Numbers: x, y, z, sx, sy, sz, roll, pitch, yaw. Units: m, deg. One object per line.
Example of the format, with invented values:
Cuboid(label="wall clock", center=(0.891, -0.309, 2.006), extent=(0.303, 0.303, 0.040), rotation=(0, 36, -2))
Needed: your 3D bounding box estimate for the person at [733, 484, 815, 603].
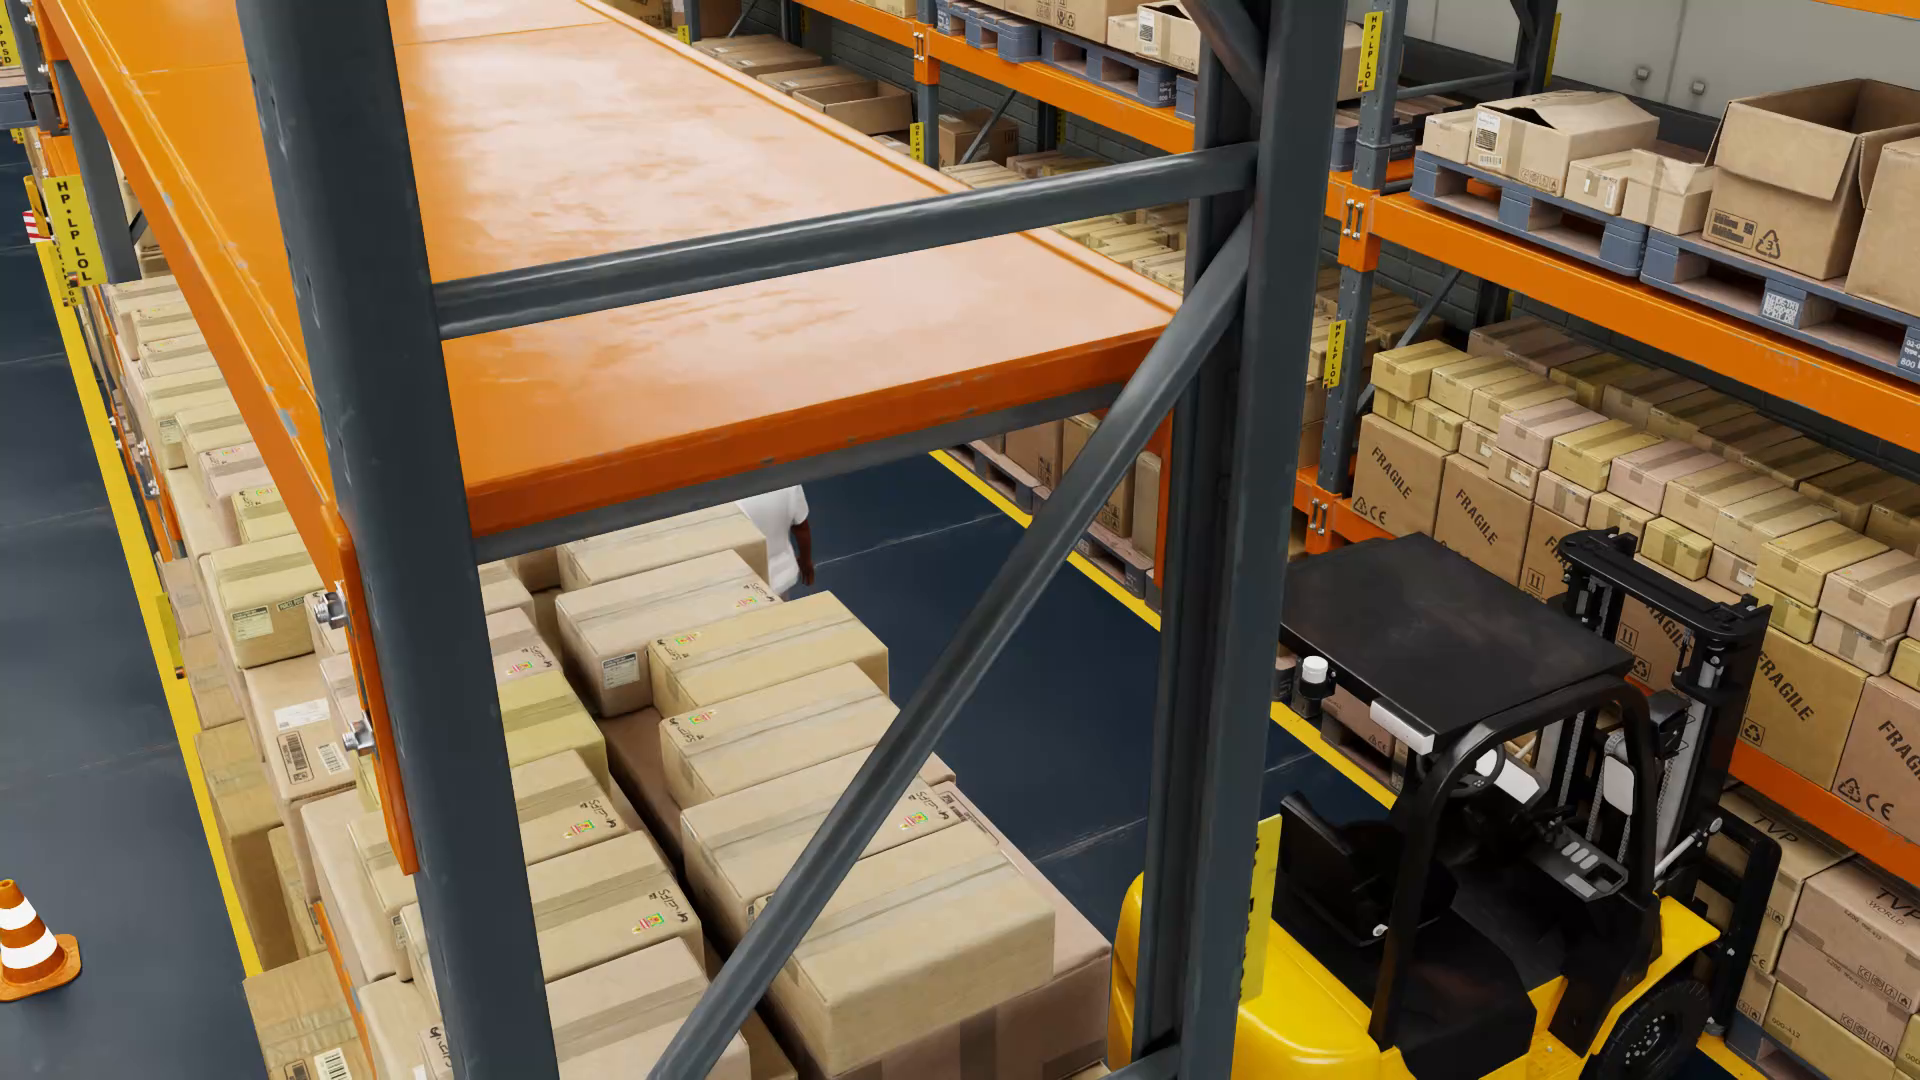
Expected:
Cuboid(label="person", center=(-1.007, 0.199, 8.167), extent=(0.635, 1.767, 0.682), rotation=(22, 35, 34))
